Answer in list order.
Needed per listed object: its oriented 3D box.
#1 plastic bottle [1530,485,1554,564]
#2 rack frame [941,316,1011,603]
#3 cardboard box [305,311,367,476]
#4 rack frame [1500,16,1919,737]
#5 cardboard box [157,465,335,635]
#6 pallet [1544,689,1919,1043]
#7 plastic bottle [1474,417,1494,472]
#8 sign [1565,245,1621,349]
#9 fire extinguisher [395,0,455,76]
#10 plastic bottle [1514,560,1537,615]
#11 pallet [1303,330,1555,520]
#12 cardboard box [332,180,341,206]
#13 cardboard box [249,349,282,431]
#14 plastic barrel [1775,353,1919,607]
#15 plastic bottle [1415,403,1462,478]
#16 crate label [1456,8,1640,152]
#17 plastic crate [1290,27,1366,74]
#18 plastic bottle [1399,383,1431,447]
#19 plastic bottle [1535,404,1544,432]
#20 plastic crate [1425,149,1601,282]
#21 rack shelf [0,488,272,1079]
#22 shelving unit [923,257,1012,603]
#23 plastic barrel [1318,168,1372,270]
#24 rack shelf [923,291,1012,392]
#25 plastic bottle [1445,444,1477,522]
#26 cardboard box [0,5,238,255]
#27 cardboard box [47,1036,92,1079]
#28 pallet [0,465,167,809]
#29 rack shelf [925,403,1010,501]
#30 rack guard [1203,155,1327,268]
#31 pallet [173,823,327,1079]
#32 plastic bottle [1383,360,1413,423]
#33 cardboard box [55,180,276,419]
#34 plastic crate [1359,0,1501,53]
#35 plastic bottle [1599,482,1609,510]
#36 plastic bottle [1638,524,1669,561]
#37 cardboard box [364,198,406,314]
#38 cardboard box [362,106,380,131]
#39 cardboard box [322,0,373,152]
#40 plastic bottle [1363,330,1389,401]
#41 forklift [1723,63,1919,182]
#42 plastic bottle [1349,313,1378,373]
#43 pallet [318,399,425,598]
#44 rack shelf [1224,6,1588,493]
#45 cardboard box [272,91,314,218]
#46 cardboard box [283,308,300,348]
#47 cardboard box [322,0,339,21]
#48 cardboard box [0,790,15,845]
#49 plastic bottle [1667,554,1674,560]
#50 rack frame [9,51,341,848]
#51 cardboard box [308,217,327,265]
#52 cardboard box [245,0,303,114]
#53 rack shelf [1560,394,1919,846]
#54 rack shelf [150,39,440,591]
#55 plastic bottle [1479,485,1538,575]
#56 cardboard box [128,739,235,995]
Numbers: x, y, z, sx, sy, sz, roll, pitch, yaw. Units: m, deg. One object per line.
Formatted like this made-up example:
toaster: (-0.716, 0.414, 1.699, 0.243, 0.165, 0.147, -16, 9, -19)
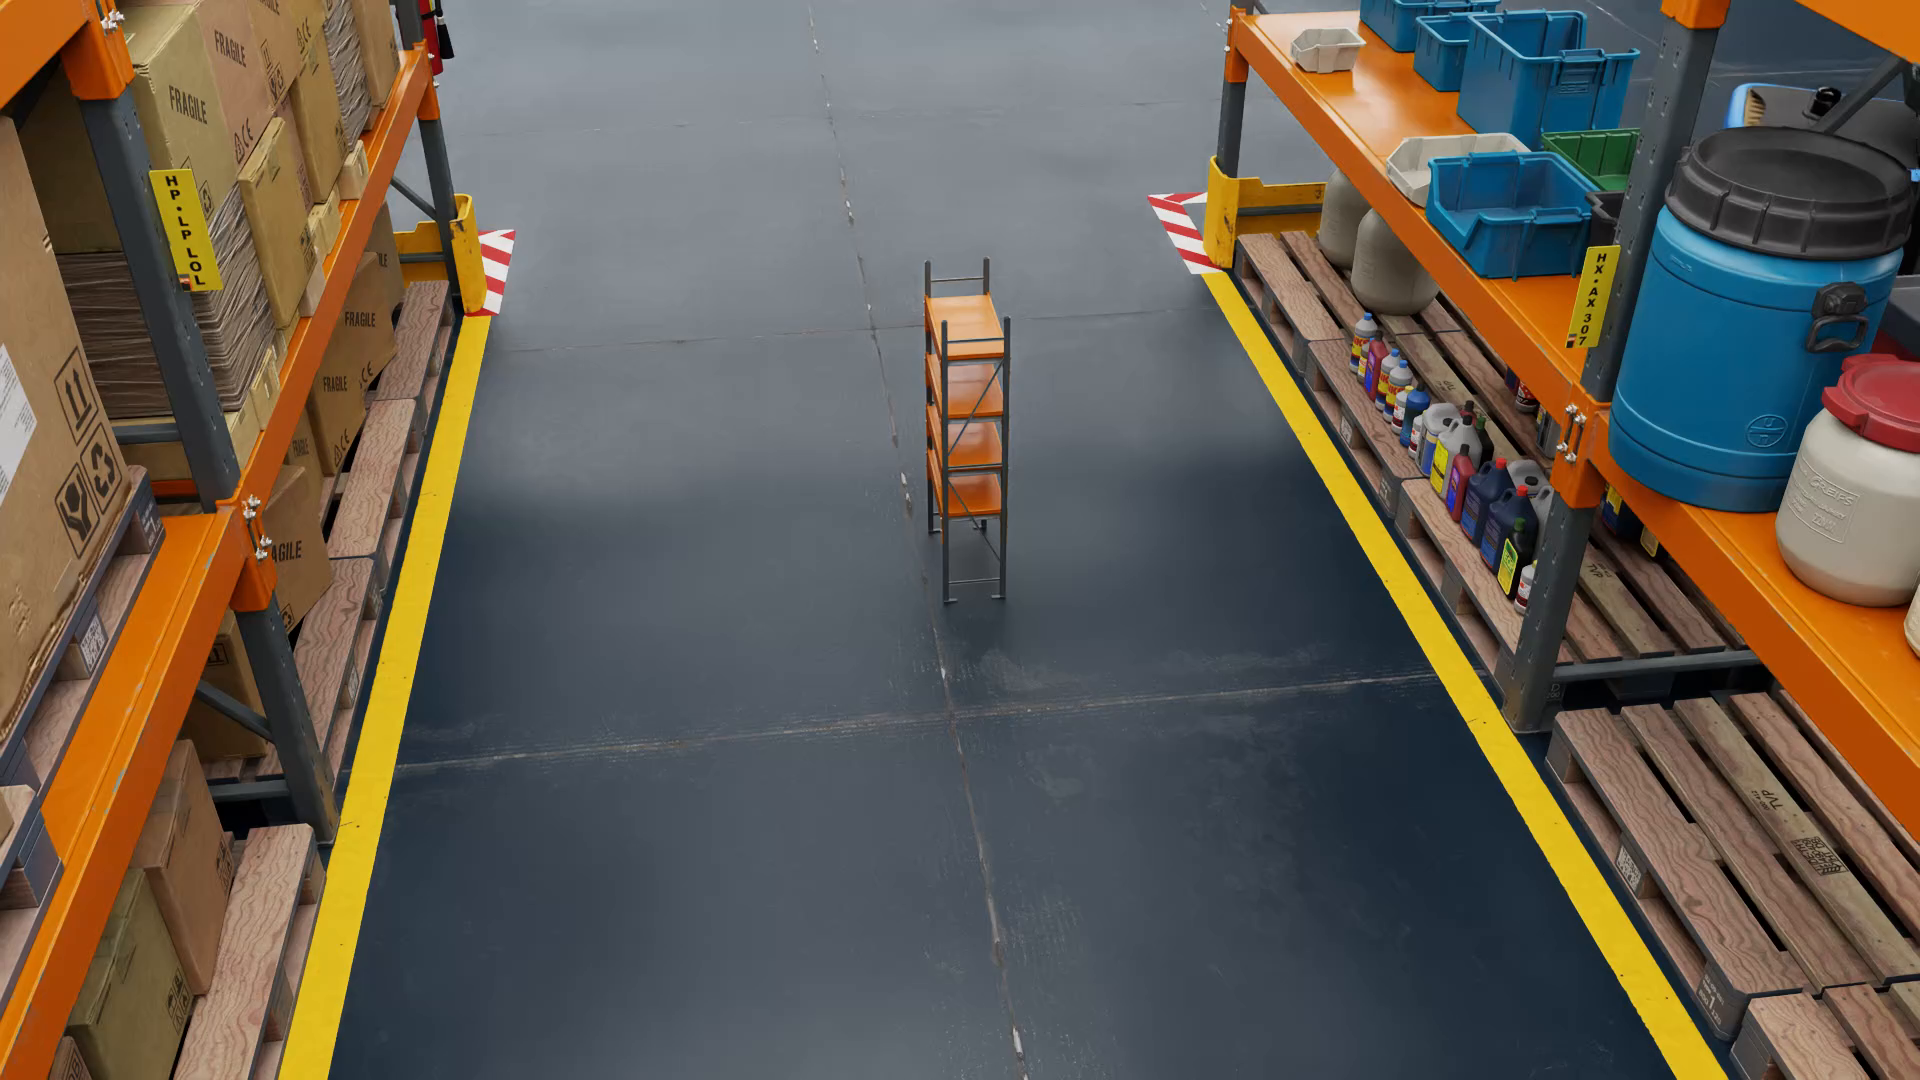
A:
plastic bottle: (2.175, -0.068, 6.148, 0.144, 0.351, 0.185, -4, 35, -6)
rack frame: (0.055, -0.267, 6.077, 0.240, 1.200, 0.015, -4, 35, -6)
cardboard box: (-2.794, -0.598, 6.811, 0.500, 0.500, 0.500, -1, 34, -2)
rack frame: (2.405, -0.632, 5.014, 1.000, 3.000, 0.127, -4, 35, -6)
cardboard box: (-2.602, 0.057, 5.849, 0.500, 0.500, 0.500, 6, 35, 9)
pallet: (2.549, 0.955, 5.161, 1.003, 0.211, 1.213, -4, 35, -6)
plastic bottle: (2.061, -0.339, 6.605, 0.061, 0.283, 0.133, -4, 35, -6)
sign: (1.858, -0.711, 4.884, 0.100, 0.325, 0.005, -4, 35, -6)
fire extinguisher: (-2.600, -2.556, 7.906, 0.296, 0.674, 0.183, -4, 35, -6)
plastic bottle: (2.047, 0.164, 5.941, 0.097, 0.201, 0.097, 0, 34, 0)
pallet: (2.188, -0.540, 7.355, 1.003, 0.211, 1.213, -4, 35, -6)
cardboard box: (-2.528, -1.268, 6.170, 0.380, 0.149, 0.250, -4, 35, -6)
cardboard box: (-2.255, -0.437, 4.950, 0.380, 0.149, 0.250, -4, 35, -6)
plastic barrel: (2.316, -0.138, 4.168, 0.433, 0.535, 0.433, 0, 34, 0)
plastic bottle: (1.945, -0.404, 6.708, 0.152, 0.276, 0.135, -4, 34, -6)
crate label: (2.382, -1.872, 6.802, 0.502, 0.435, 0.616, -4, 35, -6)
plastic crate: (1.668, -2.232, 7.595, 0.298, 0.136, 0.250, -4, 35, -6)
plastic bottle: (1.889, -0.523, 6.886, 0.097, 0.271, 0.097, 0, 34, 0)
plastic bottle: (2.486, -0.552, 6.991, 0.097, 0.201, 0.097, 0, 34, 0)
plastic crate: (1.987, -1.168, 5.932, 0.499, 0.251, 0.616, -4, 35, -6)
rack shelf: (-2.234, 1.156, 3.029, 1.077, 0.370, 4.000, -4, 35, -6)
shelving unit: (0.022, -0.403, 6.277, 0.258, 1.200, 0.503, -4, 35, -6)
plastic barrel: (2.031, -1.648, 8.341, 0.421, 0.512, 0.421, 0, 34, 0)
rack shelf: (0.022, -0.728, 6.055, 0.258, 0.148, 0.480, -4, 35, -6)
plastic bottle: (1.943, -0.224, 6.436, 0.061, 0.283, 0.133, -2, 34, -3)
cardboard box: (-2.312, -1.105, 4.467, 0.500, 0.500, 0.500, -4, 35, -6)
cardboard box: (-2.321, 1.518, 3.688, 0.700, 0.500, 0.500, -7, 35, -10)
pallet: (-2.545, 0.260, 3.876, 1.003, 0.211, 1.213, -4, 35, -6)
rack shelf: (0.022, -0.348, 6.314, 0.258, 0.148, 0.480, -4, 35, -6)
rack guard: (1.924, -1.793, 8.936, 1.175, 0.500, 0.348, -4, 35, -6)
pallet: (-2.397, 1.330, 4.612, 1.003, 0.211, 1.213, -4, 35, -6)
plastic bottle: (1.861, -0.636, 7.052, 0.097, 0.271, 0.097, 0, 34, 0)
cardboard box: (-2.502, -0.677, 4.727, 0.875, 0.500, 0.500, -4, 35, -6)
plastic crate: (2.231, -2.546, 7.955, 0.499, 0.251, 0.616, -4, 35, -6)
plastic bottle: (2.568, -0.240, 6.471, 0.097, 0.271, 0.097, 0, 34, 0)
plastic bottle: (2.620, -0.072, 6.214, 0.061, 0.283, 0.133, -4, 35, -6)
cardboard box: (-2.974, -1.280, 7.812, 0.500, 0.500, 0.500, 2, 34, 2)
cardboard box: (-2.662, -1.826, 6.989, 0.380, 0.149, 0.250, -4, 35, -6)
cardboard box: (-2.784, -1.792, 6.363, 0.875, 0.500, 0.500, -4, 35, -6)
plastic bottle: (1.814, -0.761, 7.224, 0.061, 0.283, 0.133, -4, 34, -6)
forklift: (4.988, -1.994, 7.074, 3.031, 2.935, 1.130, 14, 37, 20)
plastic bottle: (1.802, -0.883, 7.415, 0.097, 0.271, 0.097, 0, 34, 0)
pallet: (-2.796, -0.159, 6.796, 1.003, 0.211, 1.213, -4, 35, -6)
rack shelf: (2.136, -1.451, 6.854, 1.077, 0.370, 4.000, -4, 35, -6)
cardboard box: (-2.702, -1.230, 5.539, 0.875, 0.500, 0.500, -4, 35, -6)
cardboard box: (-2.359, -0.713, 5.355, 0.380, 0.149, 0.250, -4, 35, -6)
cardboard box: (-2.585, -2.221, 6.104, 0.500, 0.500, 0.500, -4, 35, -6)
cardboard box: (-2.179, 0.487, 2.907, 0.797, 0.503, 0.637, -1, 34, -1)
plastic bottle: (2.726, -0.078, 6.229, 0.152, 0.276, 0.135, -3, 34, -5)
rack frame: (-2.503, -0.257, 4.464, 1.000, 3.000, 0.127, -4, 35, -6)
cardboard box: (-2.427, -0.992, 5.765, 0.380, 0.149, 0.250, -4, 35, -6)
cardboard box: (-2.447, -1.663, 5.286, 0.500, 0.500, 0.500, -4, 35, -6)
rack shelf: (2.674, 0.781, 3.579, 1.077, 0.370, 4.000, -4, 35, -6)
rack shelf: (-2.772, -1.076, 6.304, 1.077, 0.370, 4.000, -4, 35, -6)
plastic bottle: (2.033, -0.057, 6.131, 0.144, 0.351, 0.185, -5, 35, -8)
cardboard box: (-2.442, 0.938, 4.539, 0.700, 0.500, 0.500, -7, 35, -10)
